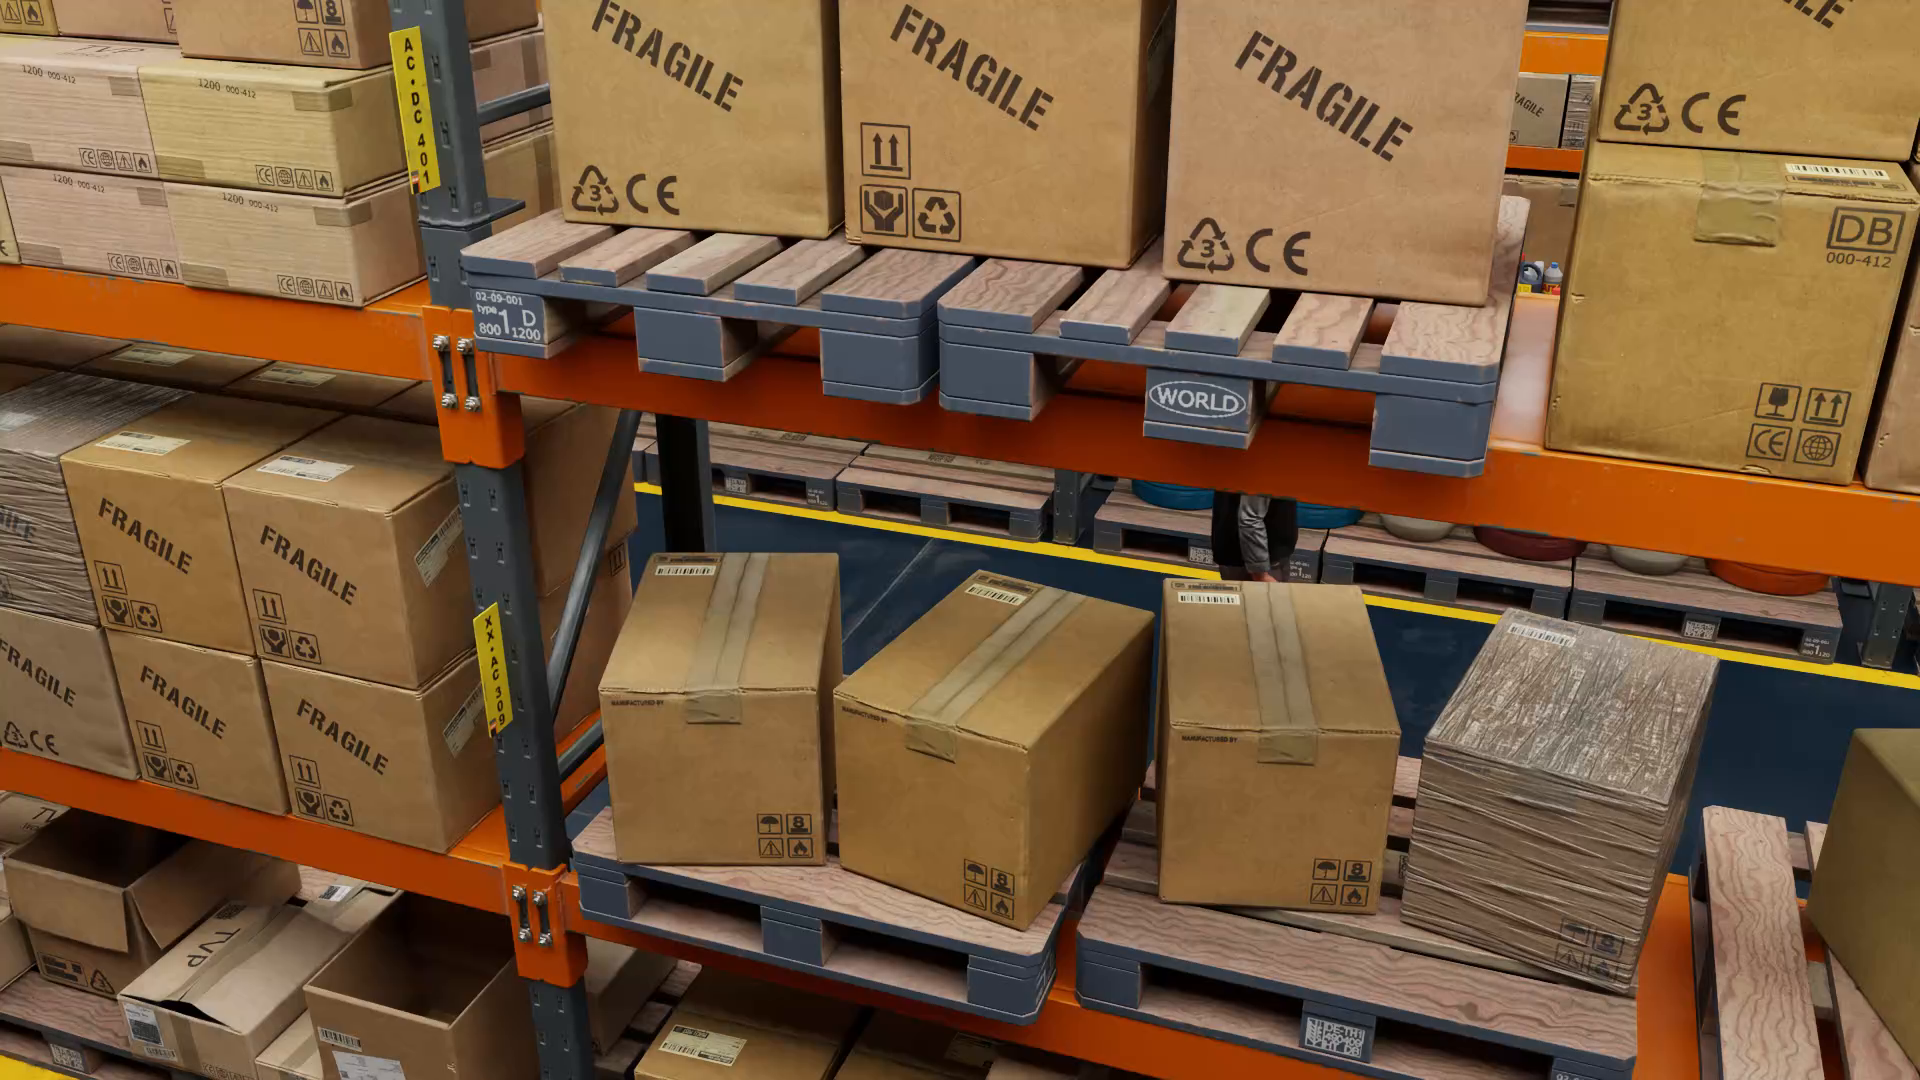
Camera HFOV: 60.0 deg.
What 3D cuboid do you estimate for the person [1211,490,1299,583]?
[{"bbox_3d":[1.259,0.066,6.999,0.412,1.720,0.584,8,27,17],"label":"person"}]
